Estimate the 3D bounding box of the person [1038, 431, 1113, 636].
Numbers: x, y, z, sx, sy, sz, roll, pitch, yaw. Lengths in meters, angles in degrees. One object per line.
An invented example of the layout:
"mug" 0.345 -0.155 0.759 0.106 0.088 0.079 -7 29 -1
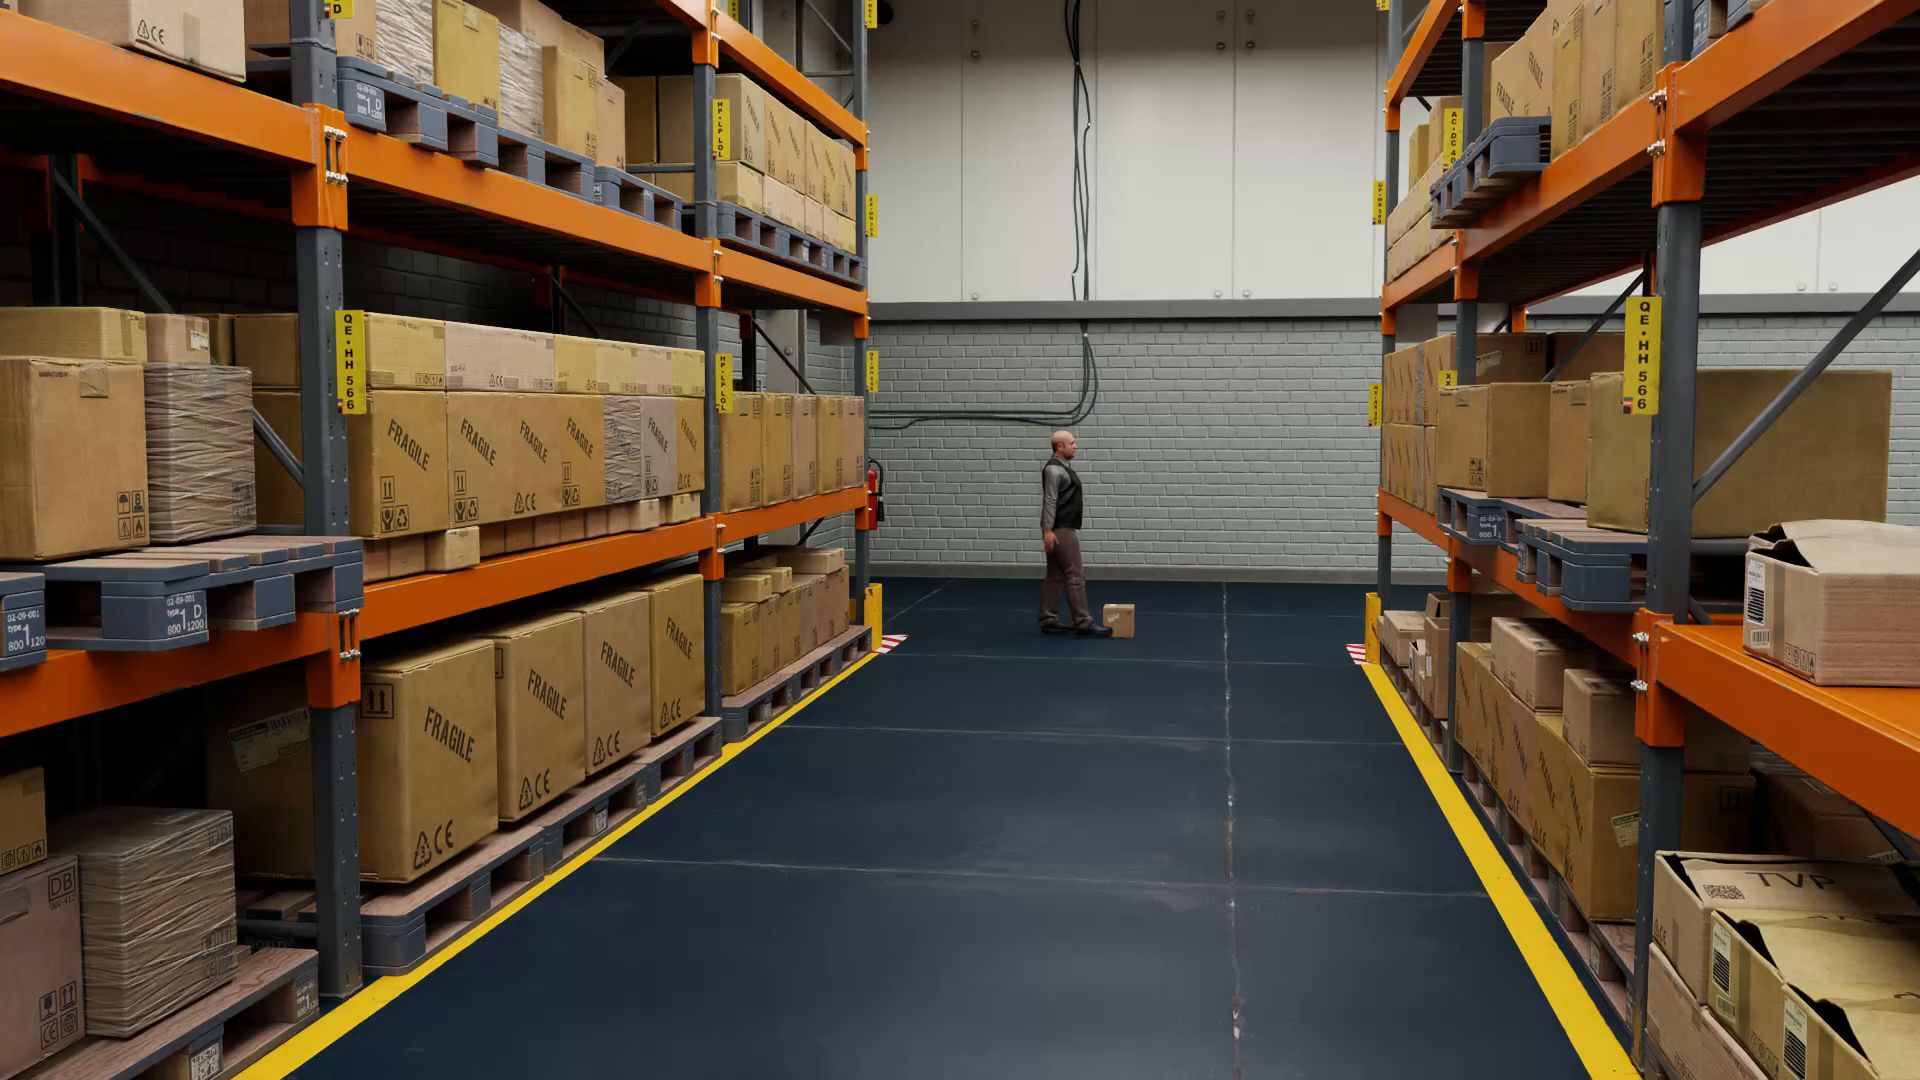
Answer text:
"person" 0.975 -0.066 14.043 0.636 1.714 0.553 0 4 4
